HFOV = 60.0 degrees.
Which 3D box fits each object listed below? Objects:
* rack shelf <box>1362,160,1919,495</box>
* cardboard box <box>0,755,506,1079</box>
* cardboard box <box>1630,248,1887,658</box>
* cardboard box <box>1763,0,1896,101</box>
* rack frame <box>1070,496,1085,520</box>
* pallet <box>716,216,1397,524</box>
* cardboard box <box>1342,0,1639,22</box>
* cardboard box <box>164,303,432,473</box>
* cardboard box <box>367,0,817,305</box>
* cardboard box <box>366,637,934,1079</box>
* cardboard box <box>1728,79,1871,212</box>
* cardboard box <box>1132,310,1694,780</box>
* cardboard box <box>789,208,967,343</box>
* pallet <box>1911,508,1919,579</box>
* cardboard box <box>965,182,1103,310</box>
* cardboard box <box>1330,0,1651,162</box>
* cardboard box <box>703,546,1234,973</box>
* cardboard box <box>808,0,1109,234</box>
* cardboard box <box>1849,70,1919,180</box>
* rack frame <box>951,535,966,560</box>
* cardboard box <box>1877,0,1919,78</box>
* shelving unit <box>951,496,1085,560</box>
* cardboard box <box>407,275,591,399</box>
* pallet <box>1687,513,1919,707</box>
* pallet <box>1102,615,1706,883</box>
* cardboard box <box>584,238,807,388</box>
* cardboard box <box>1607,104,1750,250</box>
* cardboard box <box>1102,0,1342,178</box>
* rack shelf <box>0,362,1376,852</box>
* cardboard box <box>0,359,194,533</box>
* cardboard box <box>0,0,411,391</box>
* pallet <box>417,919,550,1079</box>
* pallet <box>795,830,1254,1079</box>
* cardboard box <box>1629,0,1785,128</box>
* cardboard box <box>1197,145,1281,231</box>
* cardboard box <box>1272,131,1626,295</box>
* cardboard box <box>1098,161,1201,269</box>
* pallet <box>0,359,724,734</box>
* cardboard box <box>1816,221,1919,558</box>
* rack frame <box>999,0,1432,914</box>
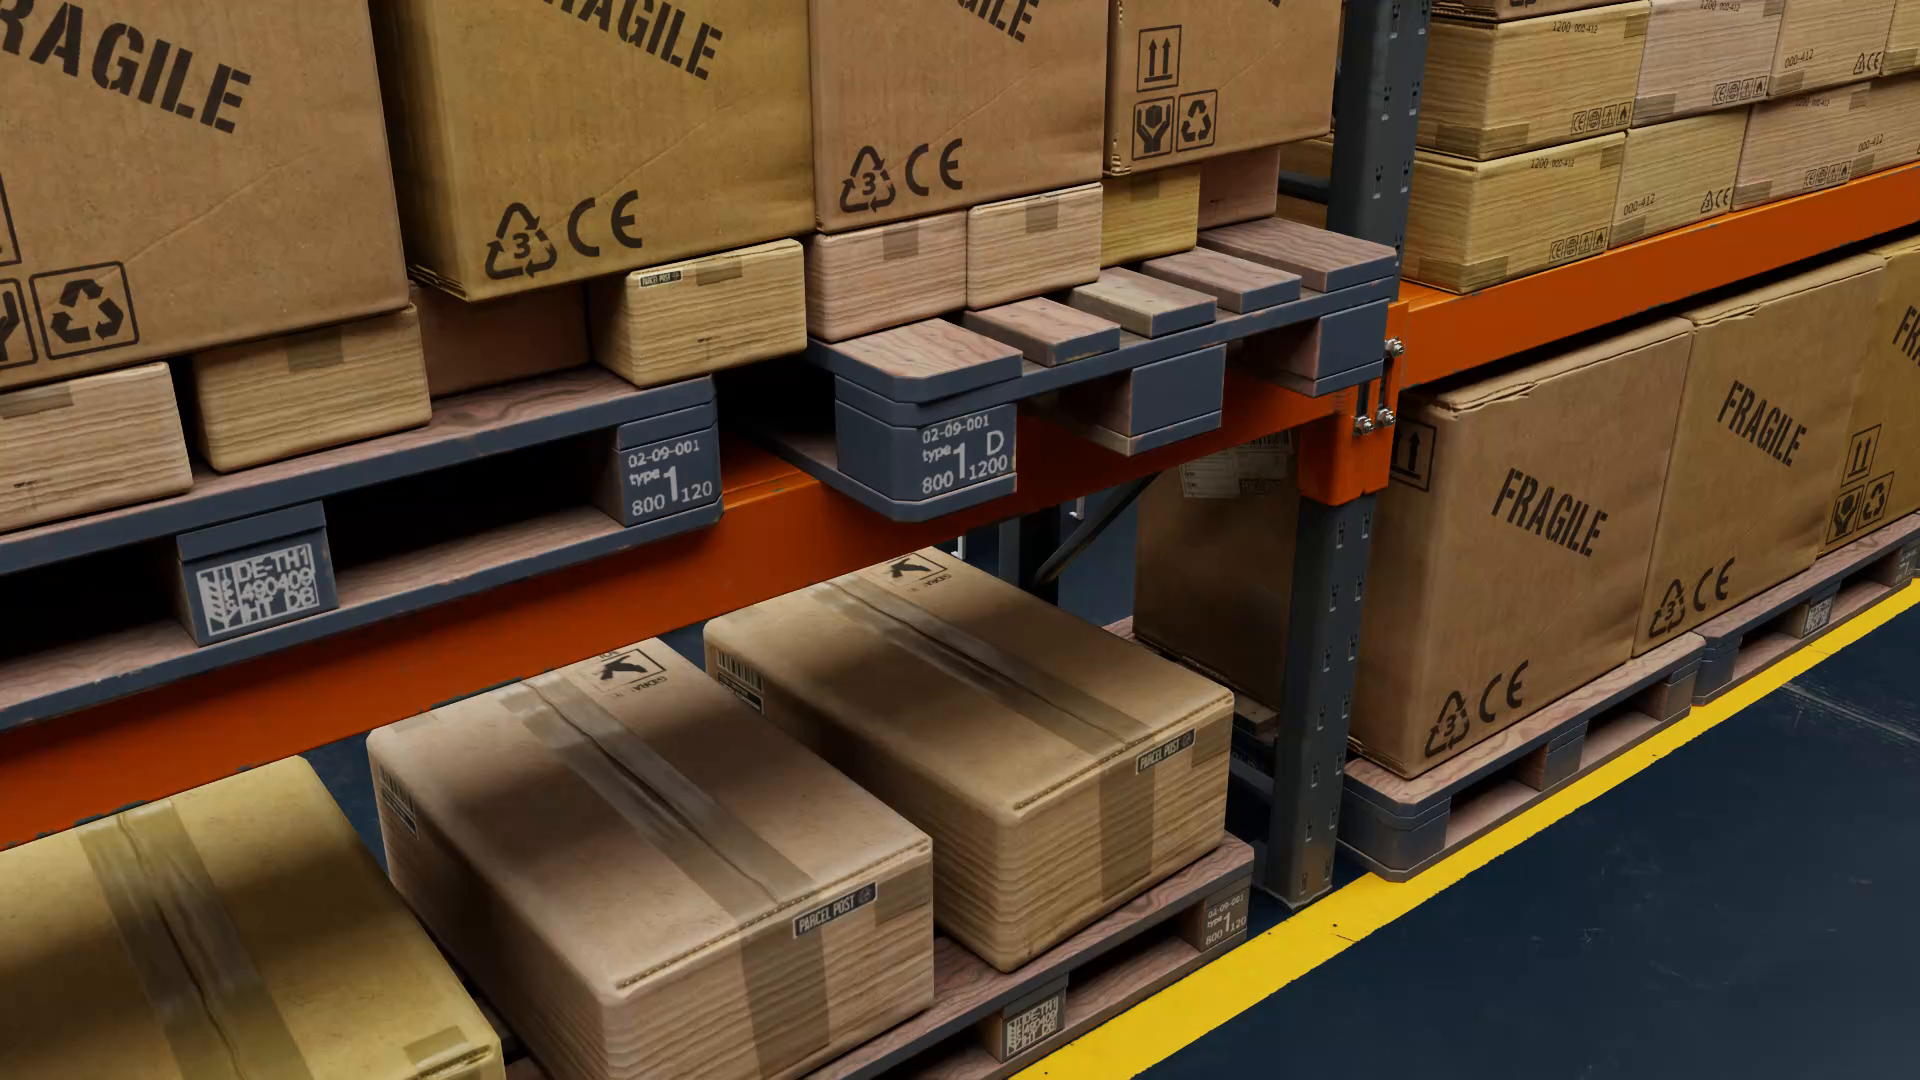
[{"bbox_3d":[2.022,-0.940,4.567,4.000,0.370,1.077,-18,31,-34],"label":"rack shelf"},{"bbox_3d":[-1.178,0.788,2.612,0.625,0.372,0.950,-17,30,-32],"label":"cardboard box"},{"bbox_3d":[1.748,-0.356,4.478,0.875,0.875,0.875,-18,30,-33],"label":"cardboard box"},{"bbox_3d":[1.807,-1.214,3.888,0.500,0.250,0.500,-18,31,-34],"label":"cardboard box"},{"bbox_3d":[0.322,-0.651,5.227,0.015,1.200,0.240,-18,31,-34],"label":"rack frame"},{"bbox_3d":[-0.047,-0.439,2.861,1.003,0.211,1.213,-18,31,-34],"label":"pallet"},{"bbox_3d":[0.987,-1.293,3.166,0.500,0.500,0.500,-19,31,-36],"label":"cardboard box"},{"bbox_3d":[-0.835,-0.231,1.985,0.250,0.149,0.380,-19,31,-36],"label":"cardboard box"},{"bbox_3d":[-0.534,-0.638,2.090,0.500,0.500,0.500,-21,32,-37],"label":"cardboard box"},{"bbox_3d":[-0.578,0.593,3.033,0.625,0.372,0.950,-19,31,-35],"label":"cardboard box"},{"bbox_3d":[1.798,-0.996,4.011,0.500,0.250,0.500,-17,30,-32],"label":"cardboard box"},{"bbox_3d":[1.043,-0.125,3.982,0.875,0.875,0.875,-19,31,-34],"label":"cardboard box"},{"bbox_3d":[-0.204,-0.423,2.399,0.250,0.149,0.380,-20,32,-36],"label":"cardboard box"},{"bbox_3d":[3.035,-0.295,5.636,1.213,0.211,1.003,-18,31,-34],"label":"pallet"},{"bbox_3d":[-0.001,-0.486,2.534,0.250,0.149,0.380,-19,31,-34],"label":"cardboard box"},{"bbox_3d":[1.000,-0.955,3.329,0.500,0.250,0.500,-19,31,-34],"label":"cardboard box"},{"bbox_3d":[-0.002,0.398,3.451,0.625,0.372,0.950,-21,32,-37],"label":"cardboard box"},{"bbox_3d":[-0.138,-0.769,2.374,0.500,0.500,0.500,-19,31,-35],"label":"cardboard box"},{"bbox_3d":[2.185,-1.125,4.290,0.500,0.250,0.500,-18,31,-34],"label":"cardboard box"},{"bbox_3d":[-0.062,-0.524,4.953,0.015,1.200,0.240,-18,31,-34],"label":"rack frame"},{"bbox_3d":[2.214,-1.342,4.162,0.500,0.250,0.500,-18,30,-33],"label":"cardboard box"},{"bbox_3d":[0.130,-0.587,5.090,0.503,1.200,0.258,-18,31,-34],"label":"shelving unit"},{"bbox_3d":[-0.688,-0.324,2.184,0.250,0.149,0.380,-18,30,-34],"label":"cardboard box"},{"bbox_3d":[2.075,0.023,4.949,1.213,0.211,1.003,-18,31,-34],"label":"pallet"},{"bbox_3d":[1.115,0.338,4.270,1.213,0.211,1.003,-18,31,-34],"label":"pallet"},{"bbox_3d":[-0.412,-0.347,2.235,0.250,0.149,0.380,-18,30,-33],"label":"cardboard box"},{"bbox_3d":[1.382,-0.862,3.722,0.500,0.250,0.500,-19,31,-35],"label":"cardboard box"},{"bbox_3d":[0.262,-0.907,2.671,0.500,0.500,0.500,-19,31,-35],"label":"cardboard box"},{"bbox_3d":[-1.125,0.099,2.328,4.000,0.370,1.077,-18,31,-34],"label":"rack shelf"},{"bbox_3d":[-1.027,-0.152,1.815,0.250,0.149,0.380,-17,30,-32],"label":"cardboard box"},{"bbox_3d":[-0.964,-0.496,1.785,0.500,0.500,0.500,-20,31,-36],"label":"cardboard box"},{"bbox_3d":[-1.127,1.036,2.767,1.213,0.211,1.003,-18,31,-34],"label":"pallet"},{"bbox_3d":[-0.167,0.721,3.446,1.213,0.211,1.003,-18,31,-34],"label":"pallet"},{"bbox_3d":[1.407,-1.089,3.618,0.500,0.250,0.500,-17,30,-33],"label":"cardboard box"},{"bbox_3d":[0.336,-0.660,2.909,0.250,0.149,0.380,-17,30,-32],"label":"cardboard box"},{"bbox_3d":[0.989,-0.722,3.422,0.500,0.250,0.500,-19,31,-35],"label":"cardboard box"},{"bbox_3d":[0.169,-0.566,2.707,0.250,0.149,0.380,-18,30,-33],"label":"cardboard box"},{"bbox_3d":[-1.084,-0.132,2.199,1.213,0.211,1.003,-18,31,-34],"label":"pallet"},{"bbox_3d":[2.452,-0.588,4.978,0.875,0.875,0.875,-17,30,-33],"label":"cardboard box"},{"bbox_3d":[0.448,-0.747,3.296,0.127,3.000,1.000,-18,31,-34],"label":"rack frame"}]
